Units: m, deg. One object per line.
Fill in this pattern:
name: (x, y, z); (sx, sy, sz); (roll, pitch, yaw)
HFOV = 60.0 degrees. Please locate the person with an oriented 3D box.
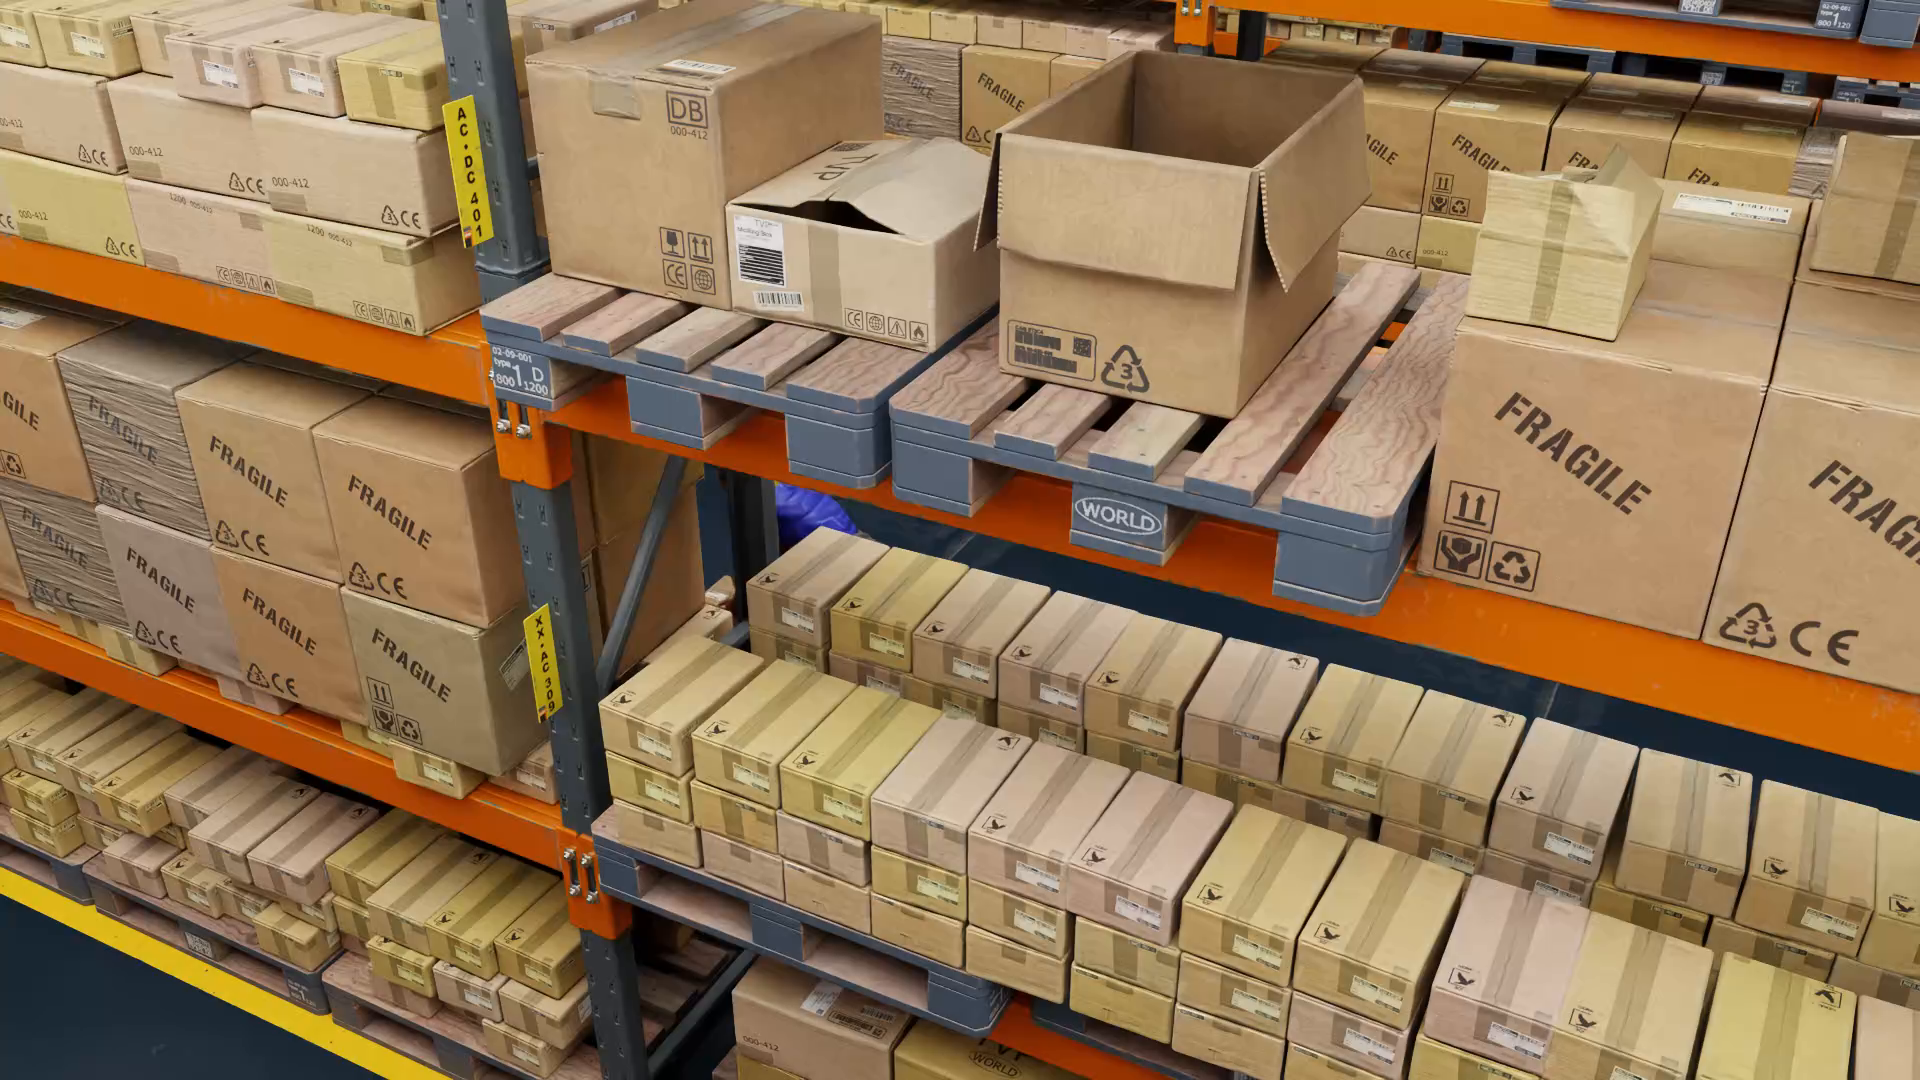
person: (-0.743, 0.154, 7.576); (0.794, 0.954, 0.487); (14, 33, 23)
